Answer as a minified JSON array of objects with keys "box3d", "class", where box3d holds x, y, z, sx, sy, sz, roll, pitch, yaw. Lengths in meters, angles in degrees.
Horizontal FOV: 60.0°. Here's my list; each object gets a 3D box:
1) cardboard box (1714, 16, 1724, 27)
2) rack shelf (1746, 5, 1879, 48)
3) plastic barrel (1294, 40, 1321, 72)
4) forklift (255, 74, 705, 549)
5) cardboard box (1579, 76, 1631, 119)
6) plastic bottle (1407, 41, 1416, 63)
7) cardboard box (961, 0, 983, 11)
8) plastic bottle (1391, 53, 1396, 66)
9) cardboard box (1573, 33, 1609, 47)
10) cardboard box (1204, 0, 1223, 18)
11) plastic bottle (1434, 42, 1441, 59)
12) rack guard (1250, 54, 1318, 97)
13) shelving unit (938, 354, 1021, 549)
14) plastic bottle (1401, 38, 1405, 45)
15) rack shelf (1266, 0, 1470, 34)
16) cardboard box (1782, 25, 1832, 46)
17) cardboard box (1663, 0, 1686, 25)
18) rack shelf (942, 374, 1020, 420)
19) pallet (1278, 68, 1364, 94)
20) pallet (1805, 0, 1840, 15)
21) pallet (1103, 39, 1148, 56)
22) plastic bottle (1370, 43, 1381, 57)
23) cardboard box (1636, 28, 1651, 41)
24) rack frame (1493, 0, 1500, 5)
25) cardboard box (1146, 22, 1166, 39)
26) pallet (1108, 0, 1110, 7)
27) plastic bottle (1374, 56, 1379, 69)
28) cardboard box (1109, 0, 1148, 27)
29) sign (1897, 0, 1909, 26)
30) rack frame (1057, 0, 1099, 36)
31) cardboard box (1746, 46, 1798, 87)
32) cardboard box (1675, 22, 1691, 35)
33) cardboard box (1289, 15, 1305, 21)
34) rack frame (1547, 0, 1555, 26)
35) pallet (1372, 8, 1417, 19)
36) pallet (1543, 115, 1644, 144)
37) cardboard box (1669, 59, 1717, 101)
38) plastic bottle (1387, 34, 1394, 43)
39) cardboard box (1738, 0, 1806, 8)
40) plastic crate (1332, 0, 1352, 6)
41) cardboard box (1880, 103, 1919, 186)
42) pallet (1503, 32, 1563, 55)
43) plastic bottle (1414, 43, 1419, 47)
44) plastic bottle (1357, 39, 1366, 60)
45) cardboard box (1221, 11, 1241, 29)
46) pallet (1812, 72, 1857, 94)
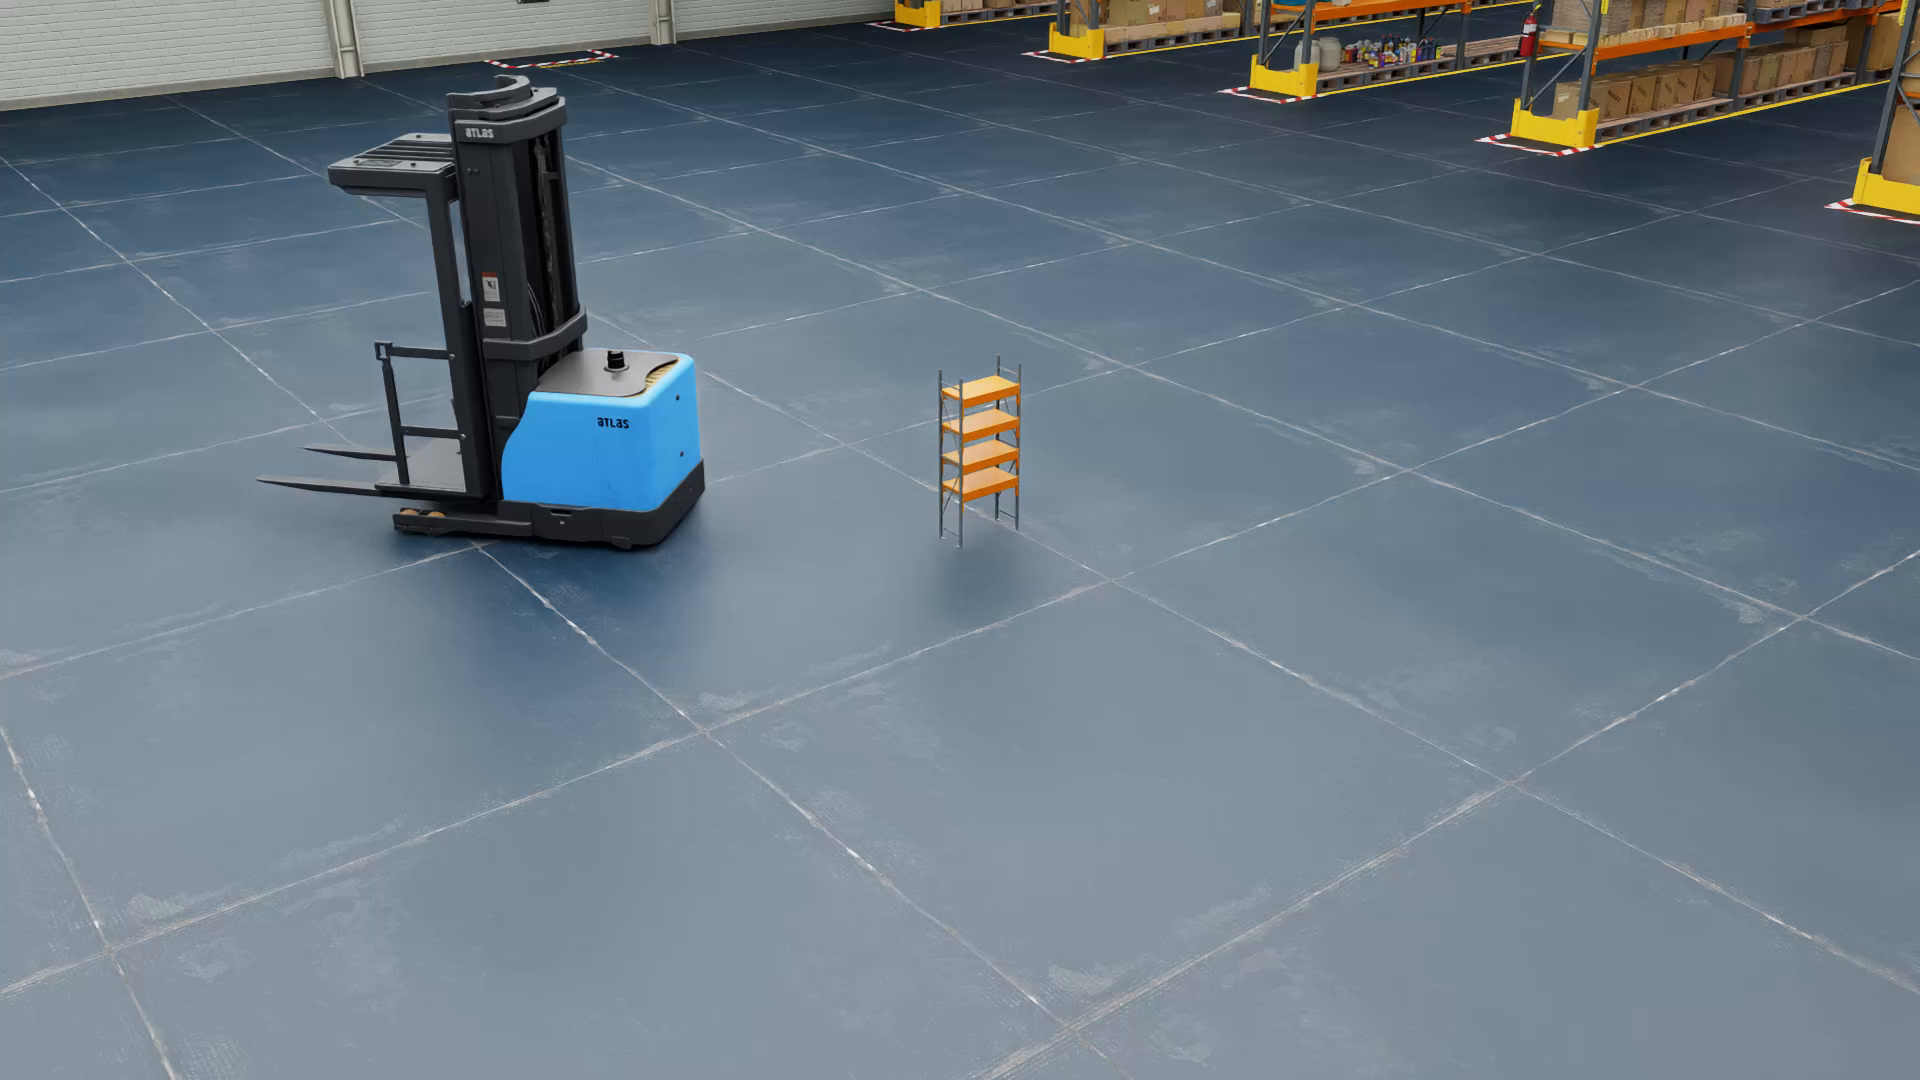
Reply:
[{"box3d":[10.967,-7.621,24.406,0.250,0.149,0.380,-18,31,-34],"class":"cardboard box"},{"box3d":[12.965,-8.188,26.184,4.000,0.370,1.077,-18,31,-34],"class":"rack shelf"},{"box3d":[5.657,-7.855,27.068,0.421,0.512,0.421,0,25,0],"class":"plastic barrel"},{"box3d":[-3.385,-1.564,11.139,3.031,2.935,1.130,5,25,10],"class":"forklift"},{"box3d":[9.194,-6.336,23.809,0.500,0.500,0.500,-10,27,-21],"class":"cardboard box"},{"box3d":[7.600,-8.237,28.060,0.185,0.351,0.144,-18,31,-34],"class":"plastic bottle"},{"box3d":[0.122,-11.157,34.397,0.500,0.311,0.500,-15,29,-30],"class":"cardboard box"},{"box3d":[7.232,-8.035,27.802,0.097,0.201,0.097,0,25,0],"class":"plastic bottle"},{"box3d":[8.614,-6.837,22.717,0.250,0.149,0.380,-18,31,-34],"class":"cardboard box"},{"box3d":[4.650,-10.242,31.632,0.500,0.500,0.500,-18,31,-34],"class":"cardboard box"},{"box3d":[8.159,-8.369,28.423,0.133,0.283,0.061,-17,30,-32],"class":"plastic bottle"},{"box3d":[5.218,-7.498,26.812,0.348,0.500,1.175,-18,31,-34],"class":"rack guard"},{"box3d":[0.130,-0.587,11.090,0.503,1.200,0.258,-18,31,-34],"class":"shelving unit"},{"box3d":[7.642,-8.537,28.787,0.133,0.283,0.061,-18,31,-34],"class":"plastic bottle"},{"box3d":[6.761,-8.790,27.481,4.000,0.370,1.077,-18,31,-34],"class":"rack shelf"},{"box3d":[13.618,-8.115,26.728,0.500,0.250,0.500,-14,29,-28],"class":"cardboard box"},{"box3d":[9.833,-7.681,23.765,0.500,0.500,0.875,-18,31,-34],"class":"cardboard box"},{"box3d":[0.130,-0.944,10.925,0.480,0.148,0.258,-18,31,-34],"class":"rack shelf"},{"box3d":[5.860,-7.576,27.324,1.213,0.211,1.003,-18,31,-34],"class":"pallet"},{"box3d":[13.006,-8.419,26.056,1.213,0.211,1.003,-18,31,-34],"class":"pallet"},{"box3d":[2.709,-9.186,30.793,1.213,0.211,1.003,-18,31,-34],"class":"pallet"},{"box3d":[7.071,-8.326,28.339,0.135,0.276,0.152,-18,31,-34],"class":"plastic bottle"},{"box3d":[9.414,-7.090,23.262,0.250,0.149,0.380,-18,31,-34],"class":"cardboard box"},{"box3d":[11.576,-13.356,36.464,0.127,3.000,1.000,-18,31,-34],"class":"rack frame"},{"box3d":[3.477,-9.508,30.942,0.500,0.250,0.500,-18,31,-34],"class":"cardboard box"},{"box3d":[2.833,-11.856,36.544,1.213,0.211,1.003,-18,31,-34],"class":"pallet"},{"box3d":[6.887,-7.922,27.557,0.097,0.201,0.097,0,25,0],"class":"plastic bottle"},{"box3d":[3.085,-9.718,30.503,0.500,0.500,0.500,-18,31,-34],"class":"cardboard box"},{"box3d":[10.900,-6.103,19.179,0.005,0.325,0.100,-18,31,-34],"class":"sign"},{"box3d":[2.133,-10.239,29.748,0.127,3.000,1.000,-18,31,-34],"class":"rack frame"},{"box3d":[12.714,-7.476,26.242,0.500,0.500,0.700,-21,32,-38],"class":"cardboard box"},{"box3d":[10.213,-7.343,23.807,0.250,0.149,0.380,-18,31,-34],"class":"cardboard box"},{"box3d":[6.560,-10.511,33.103,0.500,0.250,0.500,-19,31,-36],"class":"cardboard box"},{"box3d":[11.482,-10.675,30.688,0.127,3.000,1.000,-18,31,-34],"class":"rack frame"},{"box3d":[9.039,-11.233,35.204,1.213,0.211,1.003,-18,31,-34],"class":"pallet"},{"box3d":[8.964,-5.910,23.734,1.213,0.211,1.003,-18,31,-34],"class":"pallet"},{"box3d":[11.051,-6.961,25.156,0.500,0.500,0.500,-19,31,-36],"class":"cardboard box"},{"box3d":[7.443,-8.562,28.758,0.185,0.351,0.144,-17,30,-33],"class":"plastic bottle"},{"box3d":[12.102,-8.618,25.044,1.000,1.000,1.000,-18,30,-34],"class":"cardboard box"},{"box3d":[6.089,-8.603,26.537,0.250,0.136,0.298,-18,31,-34],"class":"plastic crate"},{"box3d":[11.717,-4.711,19.863,0.875,0.875,0.875,-18,30,-34],"class":"cardboard box"},{"box3d":[10.849,-9.222,30.869,1.213,0.211,1.003,-18,31,-34],"class":"pallet"},{"box3d":[7.743,-8.330,28.348,0.135,0.276,0.152,-18,31,-34],"class":"plastic bottle"},{"box3d":[6.814,-8.354,28.311,0.185,0.351,0.144,-17,30,-32],"class":"plastic bottle"},{"box3d":[5.051,-10.028,32.062,0.500,0.250,0.500,-18,31,-34],"class":"cardboard box"},{"box3d":[13.922,-7.567,27.303,1.213,0.211,1.003,-18,31,-34],"class":"pallet"}]
